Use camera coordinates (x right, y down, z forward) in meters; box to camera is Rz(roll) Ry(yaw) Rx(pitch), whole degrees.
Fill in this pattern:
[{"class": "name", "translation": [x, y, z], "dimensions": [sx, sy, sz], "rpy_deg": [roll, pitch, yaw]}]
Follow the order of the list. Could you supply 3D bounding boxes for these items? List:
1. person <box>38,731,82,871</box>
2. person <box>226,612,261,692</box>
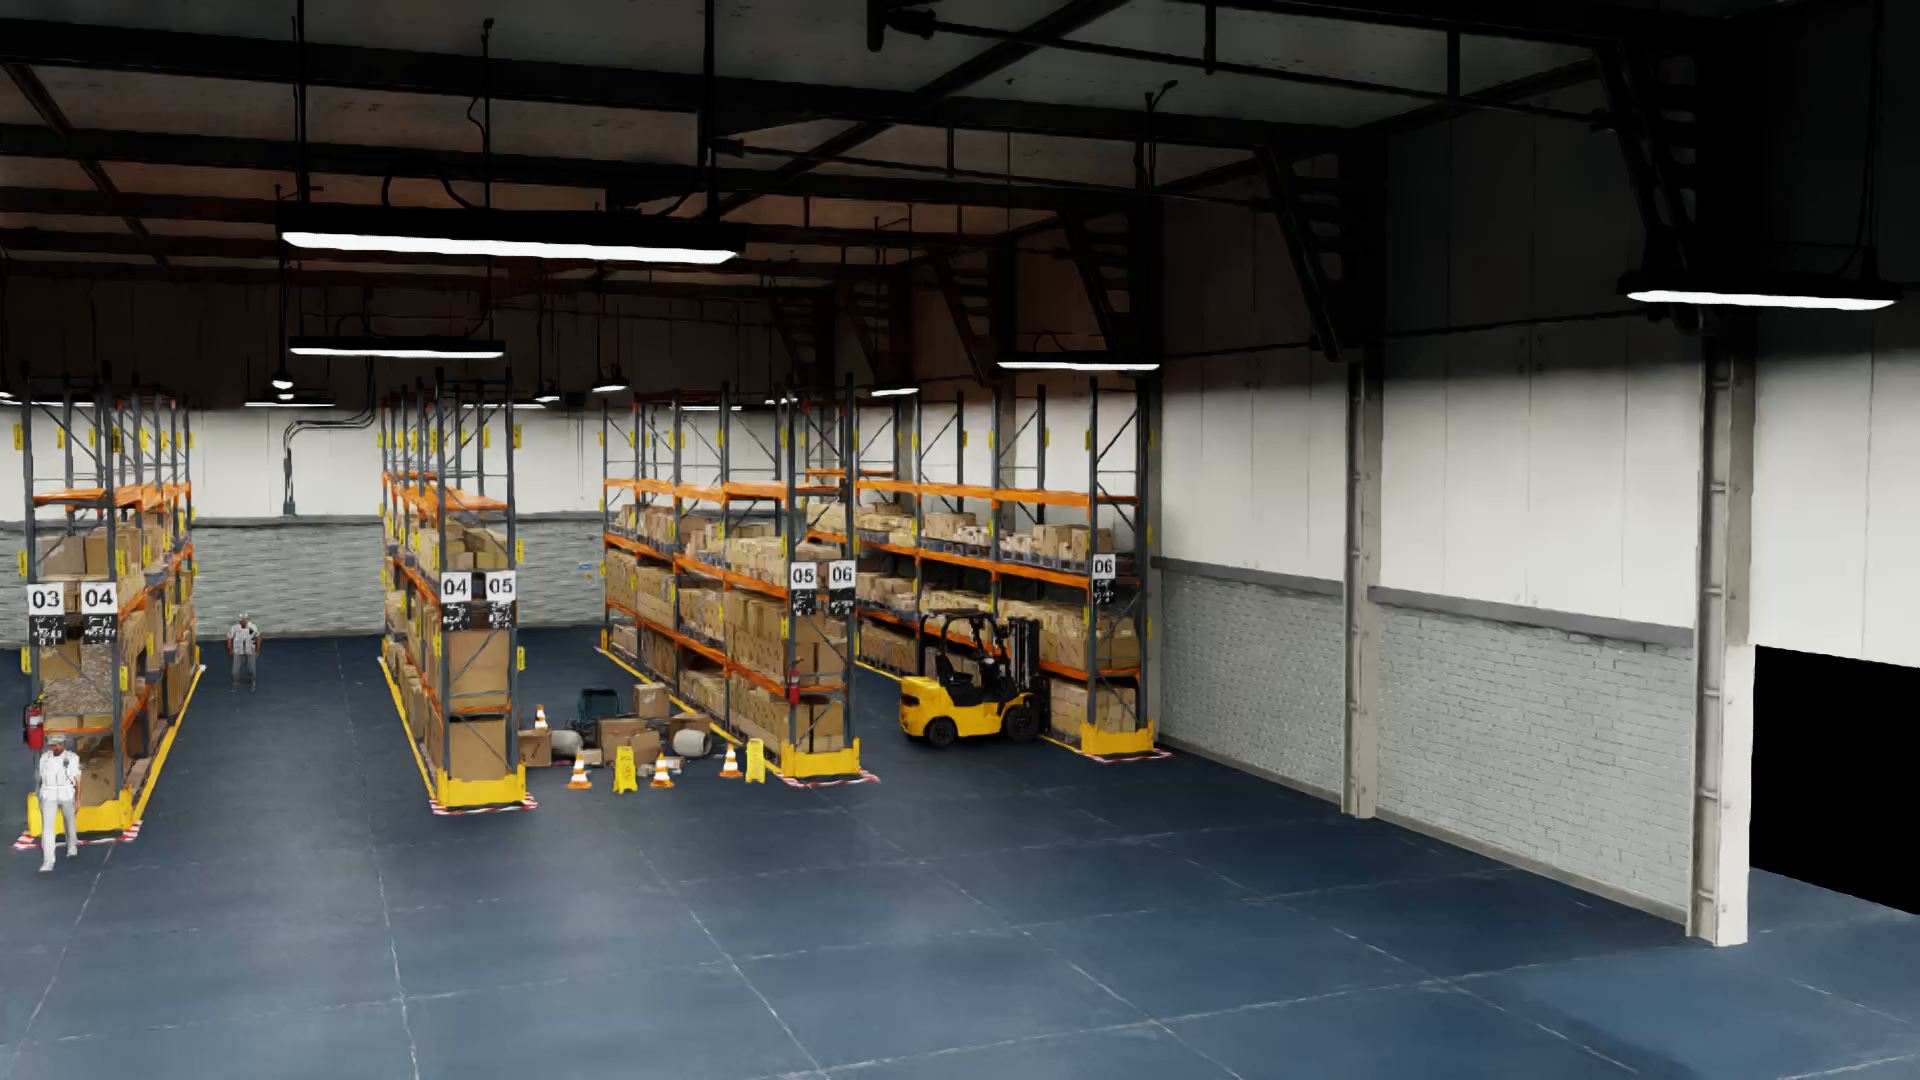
[{"class": "person", "translation": [-10.560, 3.014, 19.526], "dimensions": [0.445, 1.590, 1.091], "rpy_deg": [-2, 4, -24]}, {"class": "person", "translation": [-14.175, 2.226, 32.917], "dimensions": [0.625, 1.611, 0.582], "rpy_deg": [-2, 4, -25]}]
